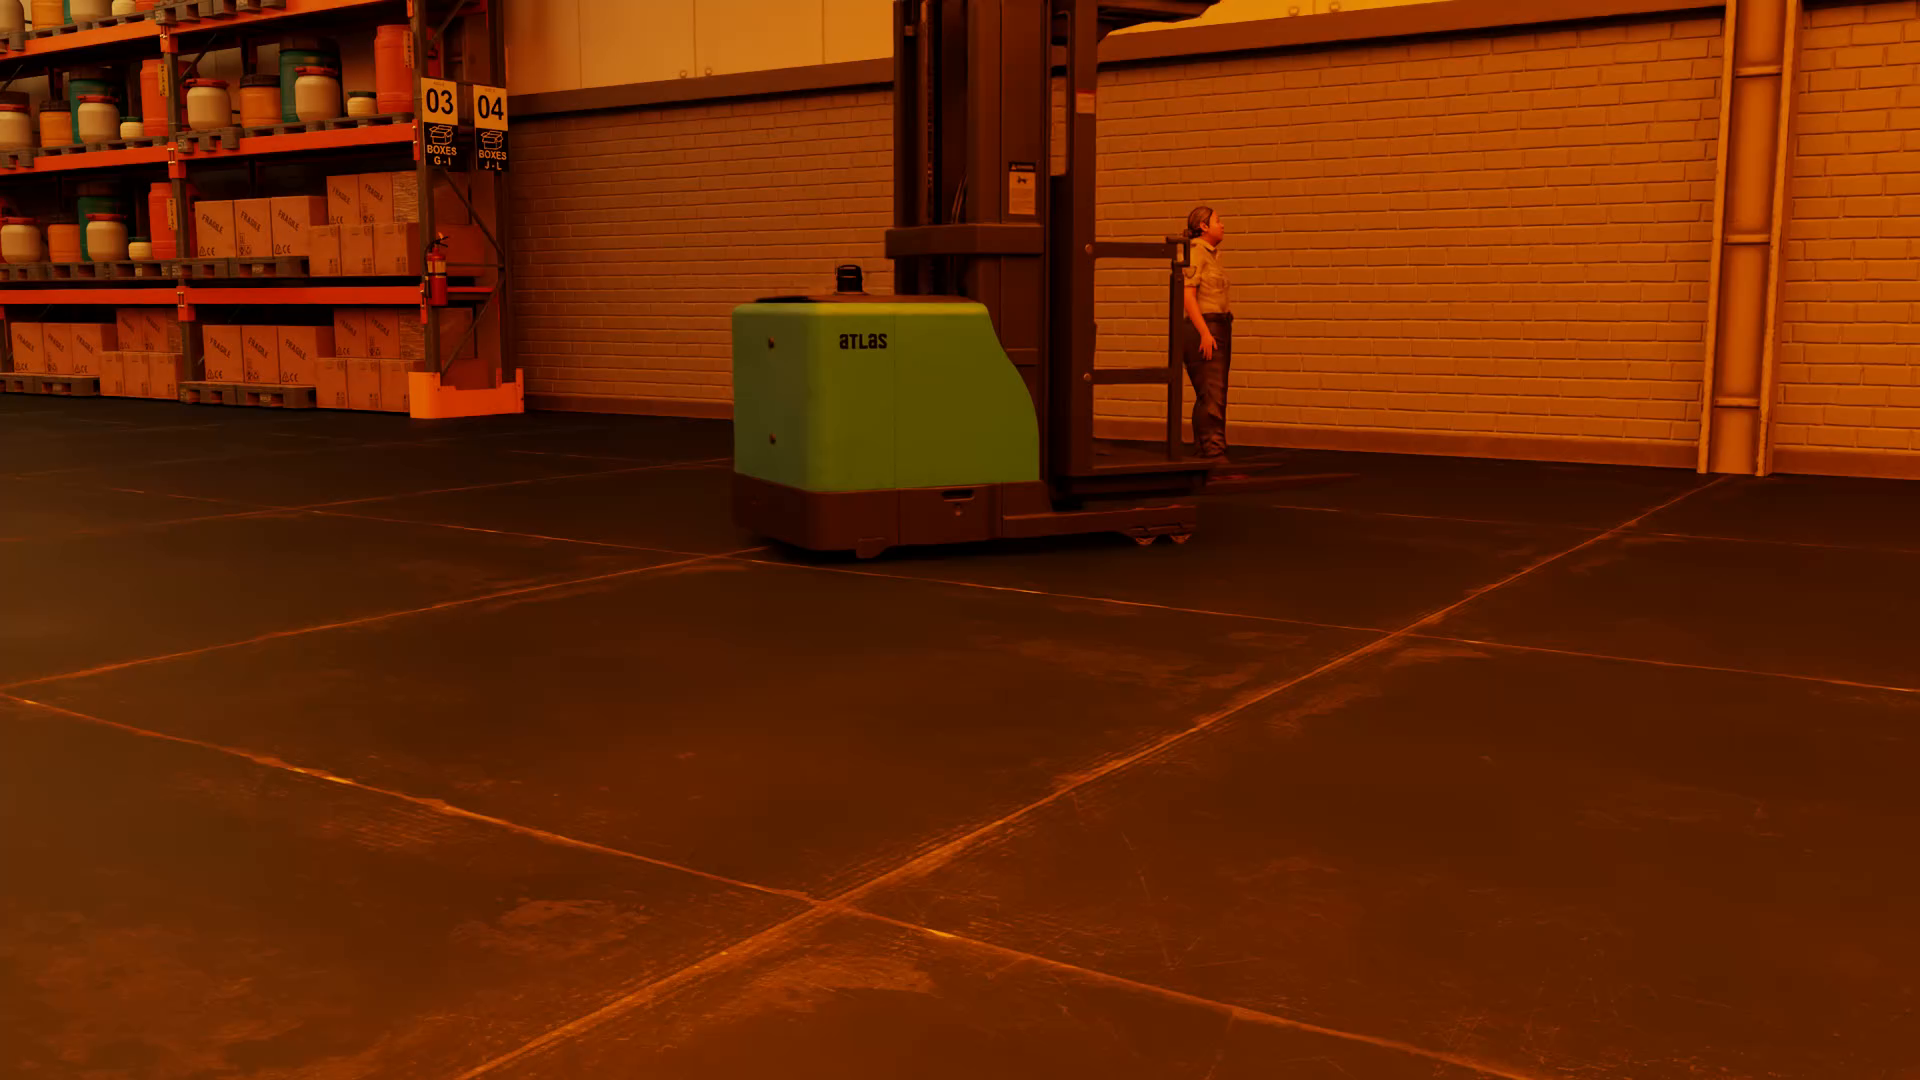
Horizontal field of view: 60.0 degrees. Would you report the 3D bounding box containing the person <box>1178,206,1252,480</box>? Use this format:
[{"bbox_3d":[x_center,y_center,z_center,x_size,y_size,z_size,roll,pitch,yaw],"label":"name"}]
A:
[{"bbox_3d":[1.588,-1.196,10.116,0.504,1.650,0.596,3,9,19],"label":"person"}]

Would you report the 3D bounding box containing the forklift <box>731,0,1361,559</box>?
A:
[{"bbox_3d":[0.505,-1.494,7.700,3.031,2.935,1.130,-4,9,-28],"label":"forklift"}]
